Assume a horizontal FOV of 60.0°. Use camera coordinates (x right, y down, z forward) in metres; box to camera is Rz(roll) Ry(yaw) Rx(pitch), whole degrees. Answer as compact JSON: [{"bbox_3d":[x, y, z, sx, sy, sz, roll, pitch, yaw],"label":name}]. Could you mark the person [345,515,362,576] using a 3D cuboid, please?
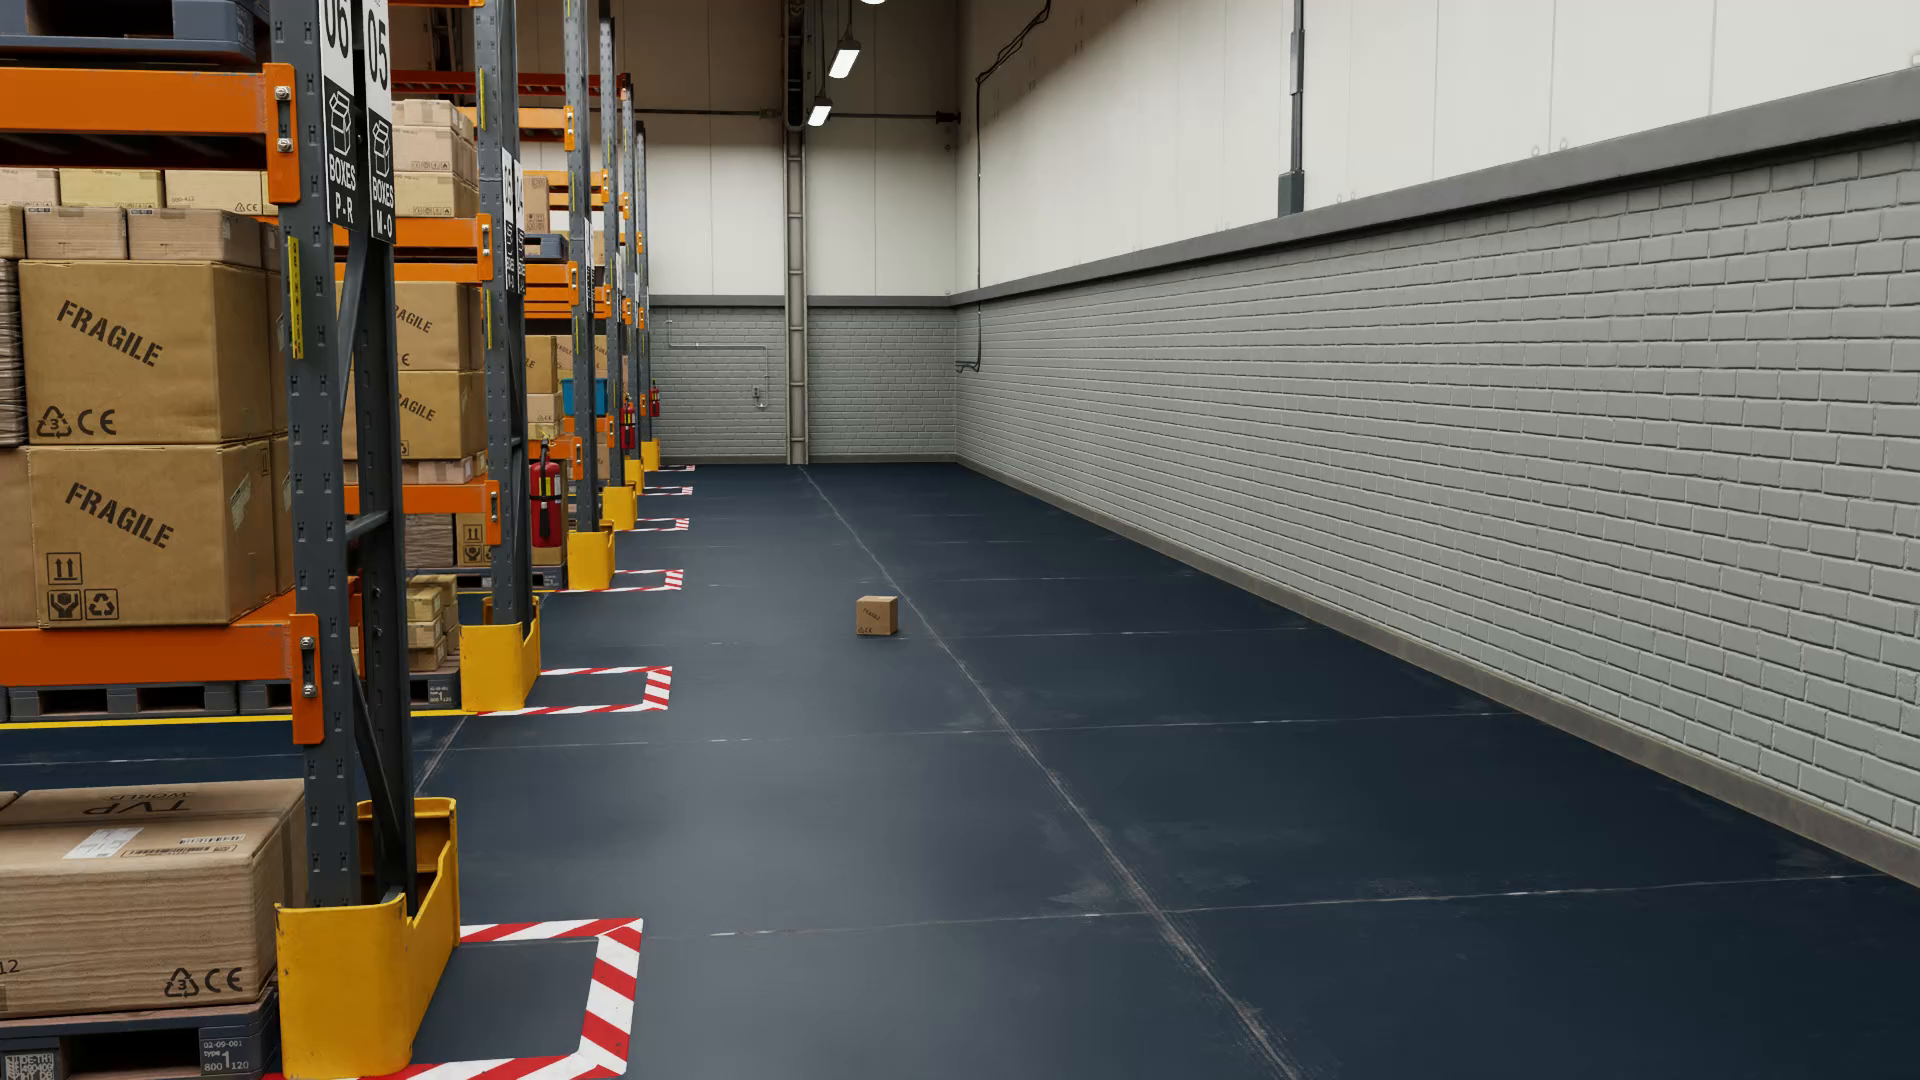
[{"bbox_3d":[-4.065,-0.090,11.410,0.527,1.765,0.553,-1,7,-9],"label":"person"}]
